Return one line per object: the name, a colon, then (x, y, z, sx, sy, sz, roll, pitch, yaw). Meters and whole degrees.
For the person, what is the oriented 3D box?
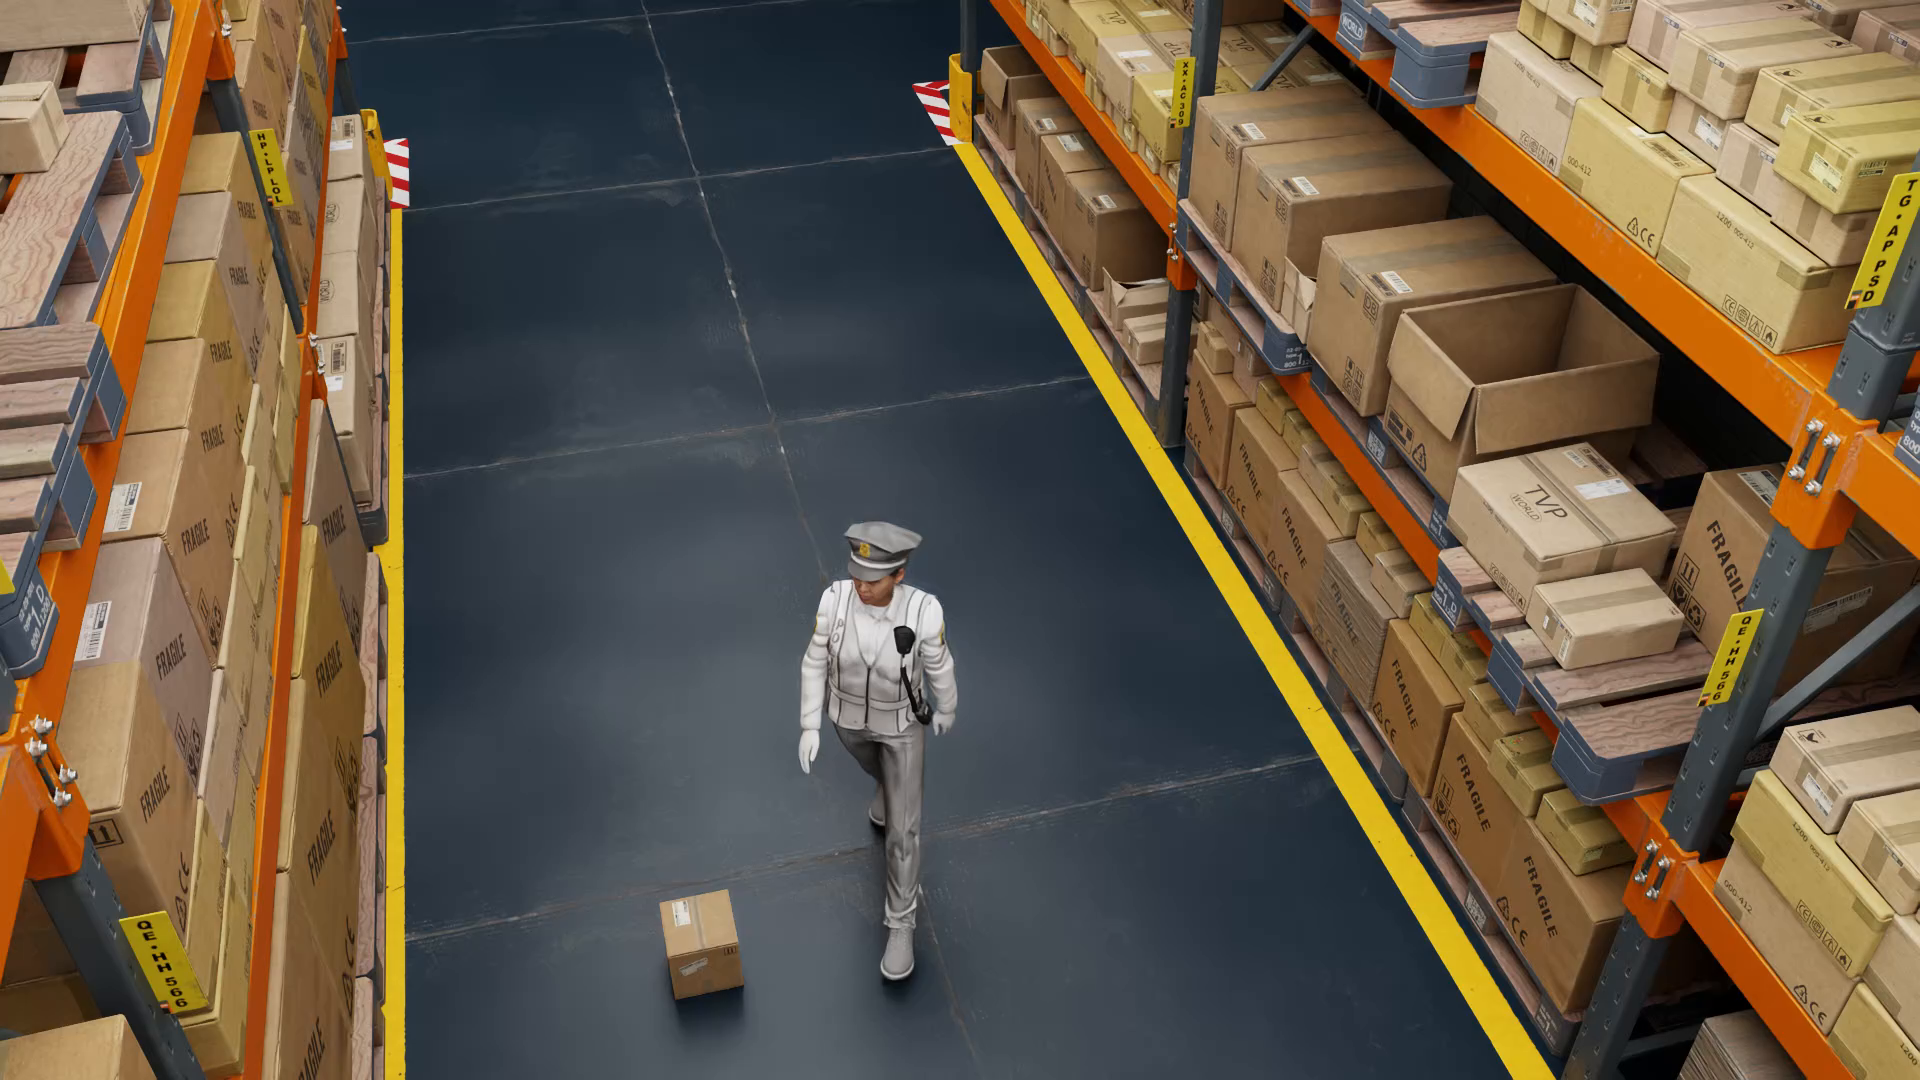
person: (-0.309, 0.649, 5.864, 0.525, 1.622, 1.013, 9, 39, 11)
